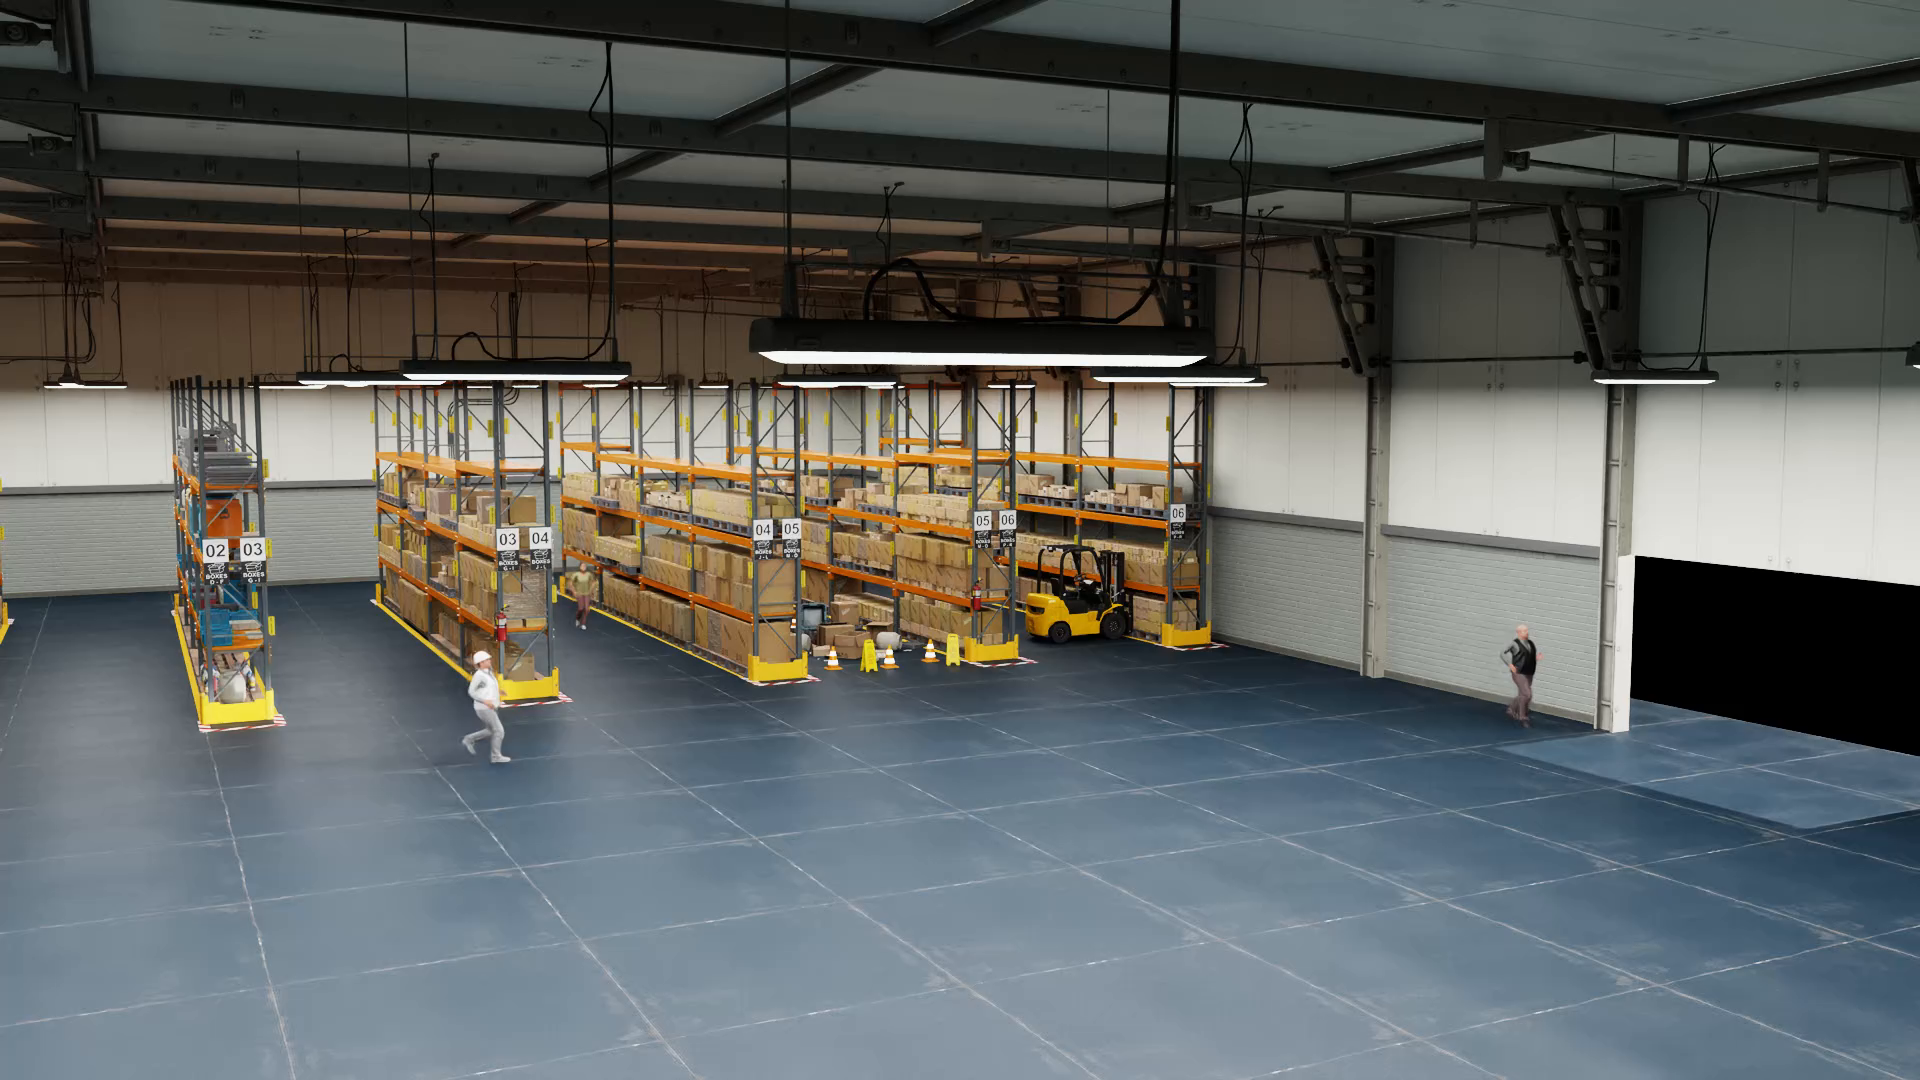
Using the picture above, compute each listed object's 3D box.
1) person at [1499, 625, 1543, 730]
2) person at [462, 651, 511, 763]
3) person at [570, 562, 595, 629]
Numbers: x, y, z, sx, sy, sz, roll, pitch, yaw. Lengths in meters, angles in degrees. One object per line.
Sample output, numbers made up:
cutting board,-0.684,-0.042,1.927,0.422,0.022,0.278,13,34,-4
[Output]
person,9.620,2.341,28.425,0.639,1.780,0.731,-3,6,-31
person,-7.336,2.578,25.664,0.779,1.736,0.667,0,5,0
person,-9.090,1.337,40.176,0.592,1.638,0.533,-3,6,-27
